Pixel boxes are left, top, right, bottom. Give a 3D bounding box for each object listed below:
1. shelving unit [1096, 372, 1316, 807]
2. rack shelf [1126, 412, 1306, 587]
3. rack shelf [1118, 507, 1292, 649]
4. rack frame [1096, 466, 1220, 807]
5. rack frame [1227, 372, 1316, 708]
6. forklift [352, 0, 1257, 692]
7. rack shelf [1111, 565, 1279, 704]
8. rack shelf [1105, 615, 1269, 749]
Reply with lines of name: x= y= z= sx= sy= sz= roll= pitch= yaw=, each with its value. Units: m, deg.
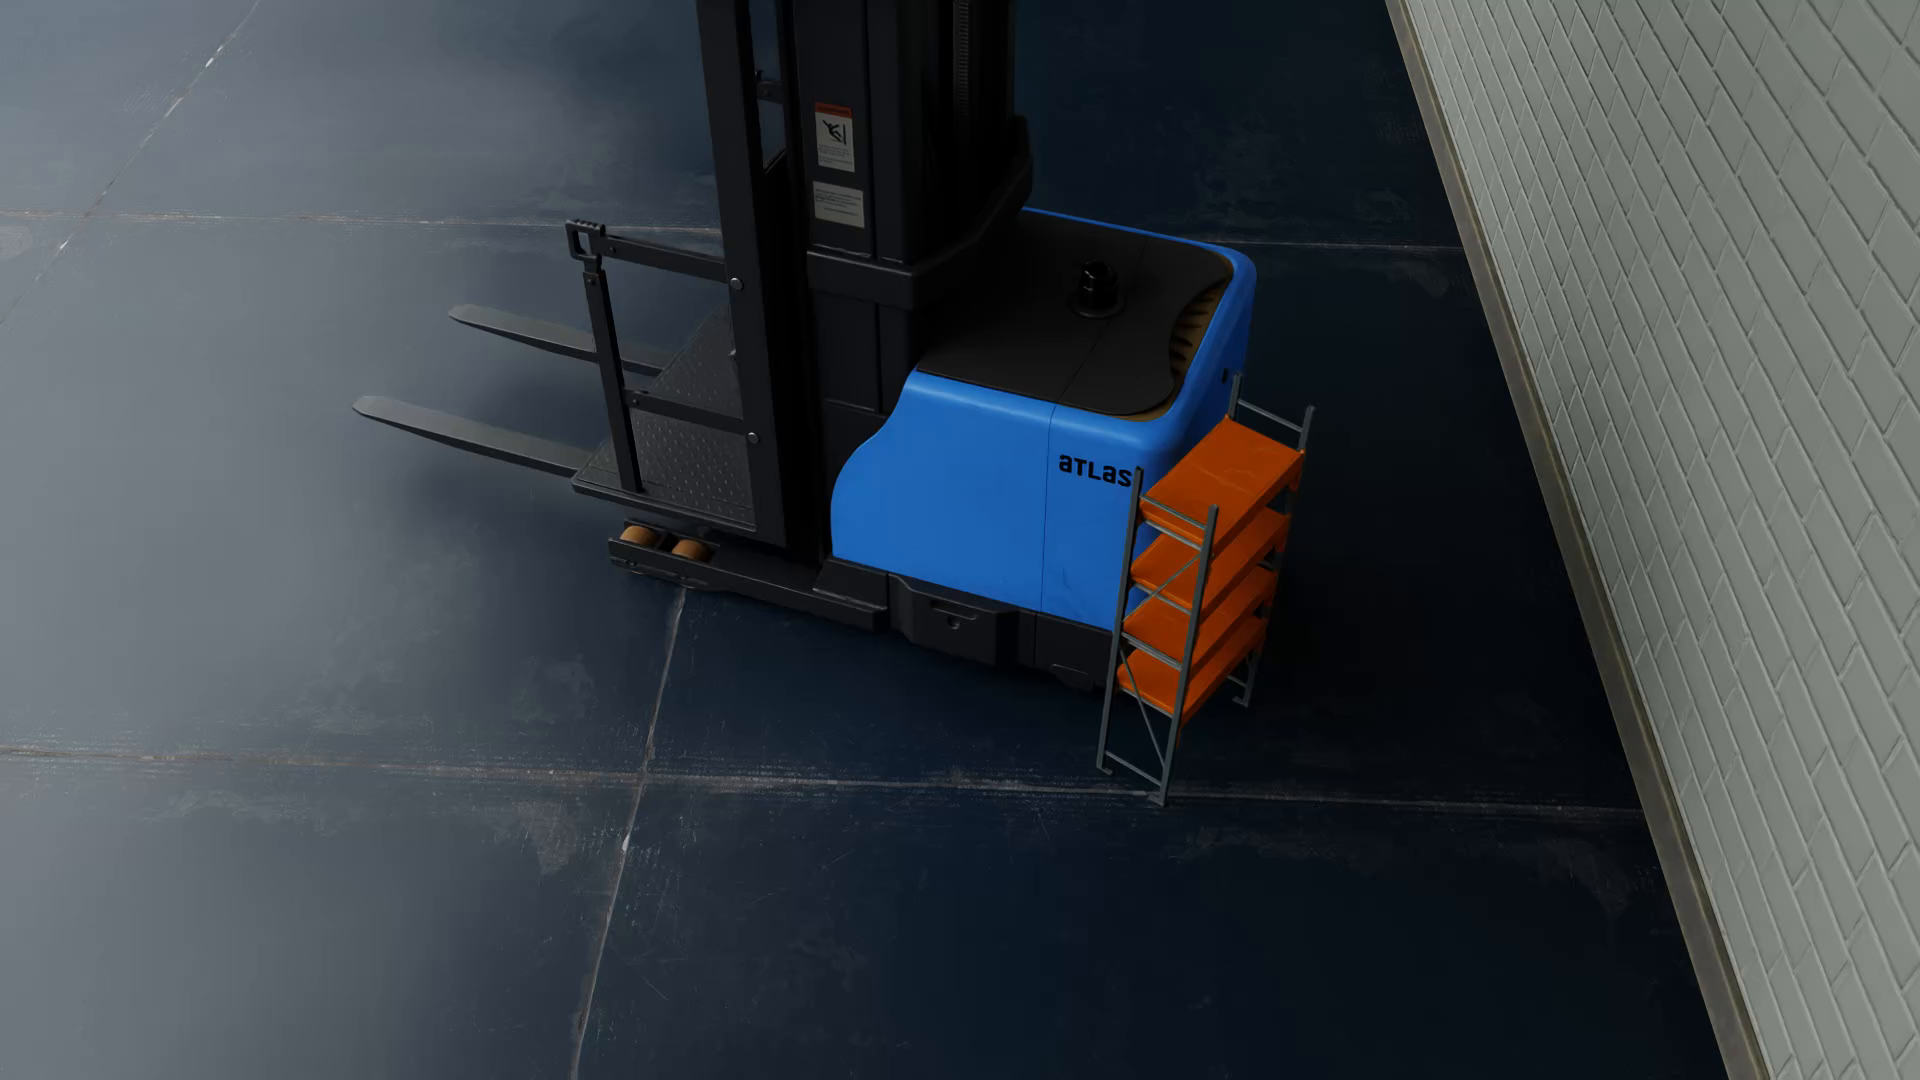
shelving unit: x=0.672 y=0.168 z=4.683 sx=0.258 sy=1.200 sz=0.503 roll=29 pitch=50 yaw=25
rack shelf: x=0.681 y=-0.114 z=4.410 sx=0.258 sy=0.148 sz=0.480 roll=29 pitch=50 yaw=25
rack shelf: x=0.675 y=0.056 z=4.575 sx=0.258 sy=0.148 sz=0.480 roll=29 pitch=50 yaw=25
rack frame: x=0.523 y=0.300 z=4.542 sx=0.240 sy=1.200 sz=0.015 roll=29 pitch=50 yaw=25
rack frame: x=0.820 y=0.036 z=4.825 sx=0.240 sy=1.200 sz=0.015 roll=29 pitch=50 yaw=25
forklift: x=-0.641 y=-1.229 z=4.919 sx=3.031 sy=2.935 sz=1.130 roll=15 pitch=45 yaw=15
rack shelf: x=0.670 y=0.216 z=4.730 sx=0.258 sy=0.148 sz=0.480 roll=29 pitch=50 yaw=25
rack shelf: x=0.665 y=0.359 z=4.868 sx=0.258 sy=0.148 sz=0.480 roll=29 pitch=50 yaw=25
